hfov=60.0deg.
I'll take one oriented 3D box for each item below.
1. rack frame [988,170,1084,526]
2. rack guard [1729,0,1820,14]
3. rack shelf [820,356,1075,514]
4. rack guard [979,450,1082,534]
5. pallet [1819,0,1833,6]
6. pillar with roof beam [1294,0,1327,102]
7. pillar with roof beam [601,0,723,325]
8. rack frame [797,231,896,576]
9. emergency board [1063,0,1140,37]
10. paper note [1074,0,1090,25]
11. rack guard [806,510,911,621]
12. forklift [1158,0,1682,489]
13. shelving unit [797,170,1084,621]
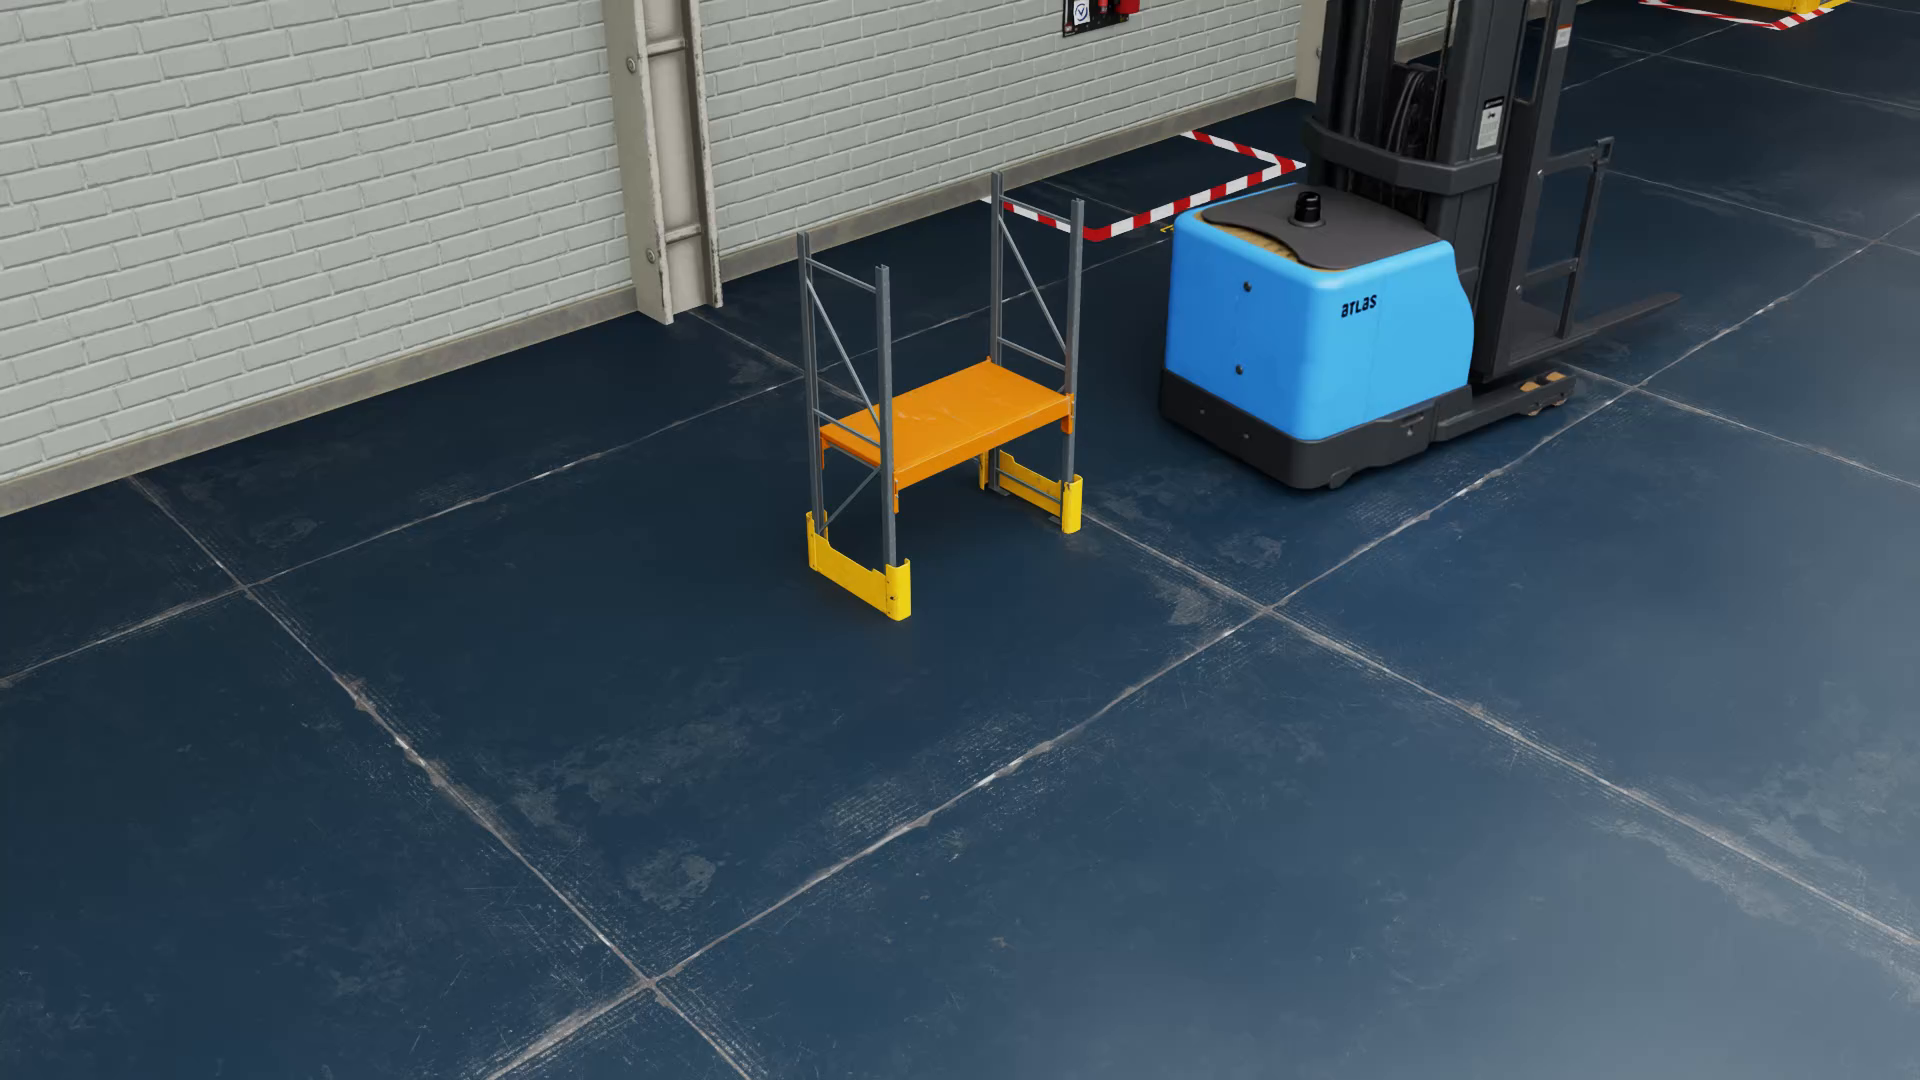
[{"bbox_3d":[0.310,-0.790,7.104,0.032,1.500,0.500,-26,40,-35],"label":"rack frame"},{"bbox_3d":[7.343,-5.236,15.334,0.348,0.500,1.175,-26,40,-35],"label":"rack guard"},{"bbox_3d":[-0.063,-0.456,6.903,1.000,0.185,0.538,-26,40,-35],"label":"rack shelf"},{"bbox_3d":[0.309,-0.256,7.429,0.087,0.250,0.587,-26,40,-35],"label":"rack guard"},{"bbox_3d":[7.963,-5.388,15.858,1.213,0.211,1.003,-26,40,-35],"label":"pallet"},{"bbox_3d":[5.740,-5.639,7.846,0.400,9.000,9.100,-26,40,-35],"label":"pillar with roof beam"},{"bbox_3d":[1.340,-3.511,4.366,0.400,9.000,9.100,-26,40,-35],"label":"pillar with roof beam"},{"bbox_3d":[-0.435,-0.429,6.514,0.032,1.500,0.500,-26,40,-35],"label":"rack frame"},{"bbox_3d":[0.974,-3.865,10.695,0.643,1.169,0.194,-26,40,-35],"label":"emergency board"},{"bbox_3d":[0.798,-3.452,10.865,0.142,0.148,0.016,-26,40,-35],"label":"paper note"},{"bbox_3d":[-0.421,0.097,6.852,0.087,0.250,0.587,-26,40,-35],"label":"rack guard"},{"bbox_3d":[2.472,-2.072,7.828,3.031,2.935,1.130,-20,37,-29],"label":"forklift"},{"bbox_3d":[-0.056,-0.613,6.815,1.083,1.500,0.587,-26,40,-35],"label":"shelving unit"}]
